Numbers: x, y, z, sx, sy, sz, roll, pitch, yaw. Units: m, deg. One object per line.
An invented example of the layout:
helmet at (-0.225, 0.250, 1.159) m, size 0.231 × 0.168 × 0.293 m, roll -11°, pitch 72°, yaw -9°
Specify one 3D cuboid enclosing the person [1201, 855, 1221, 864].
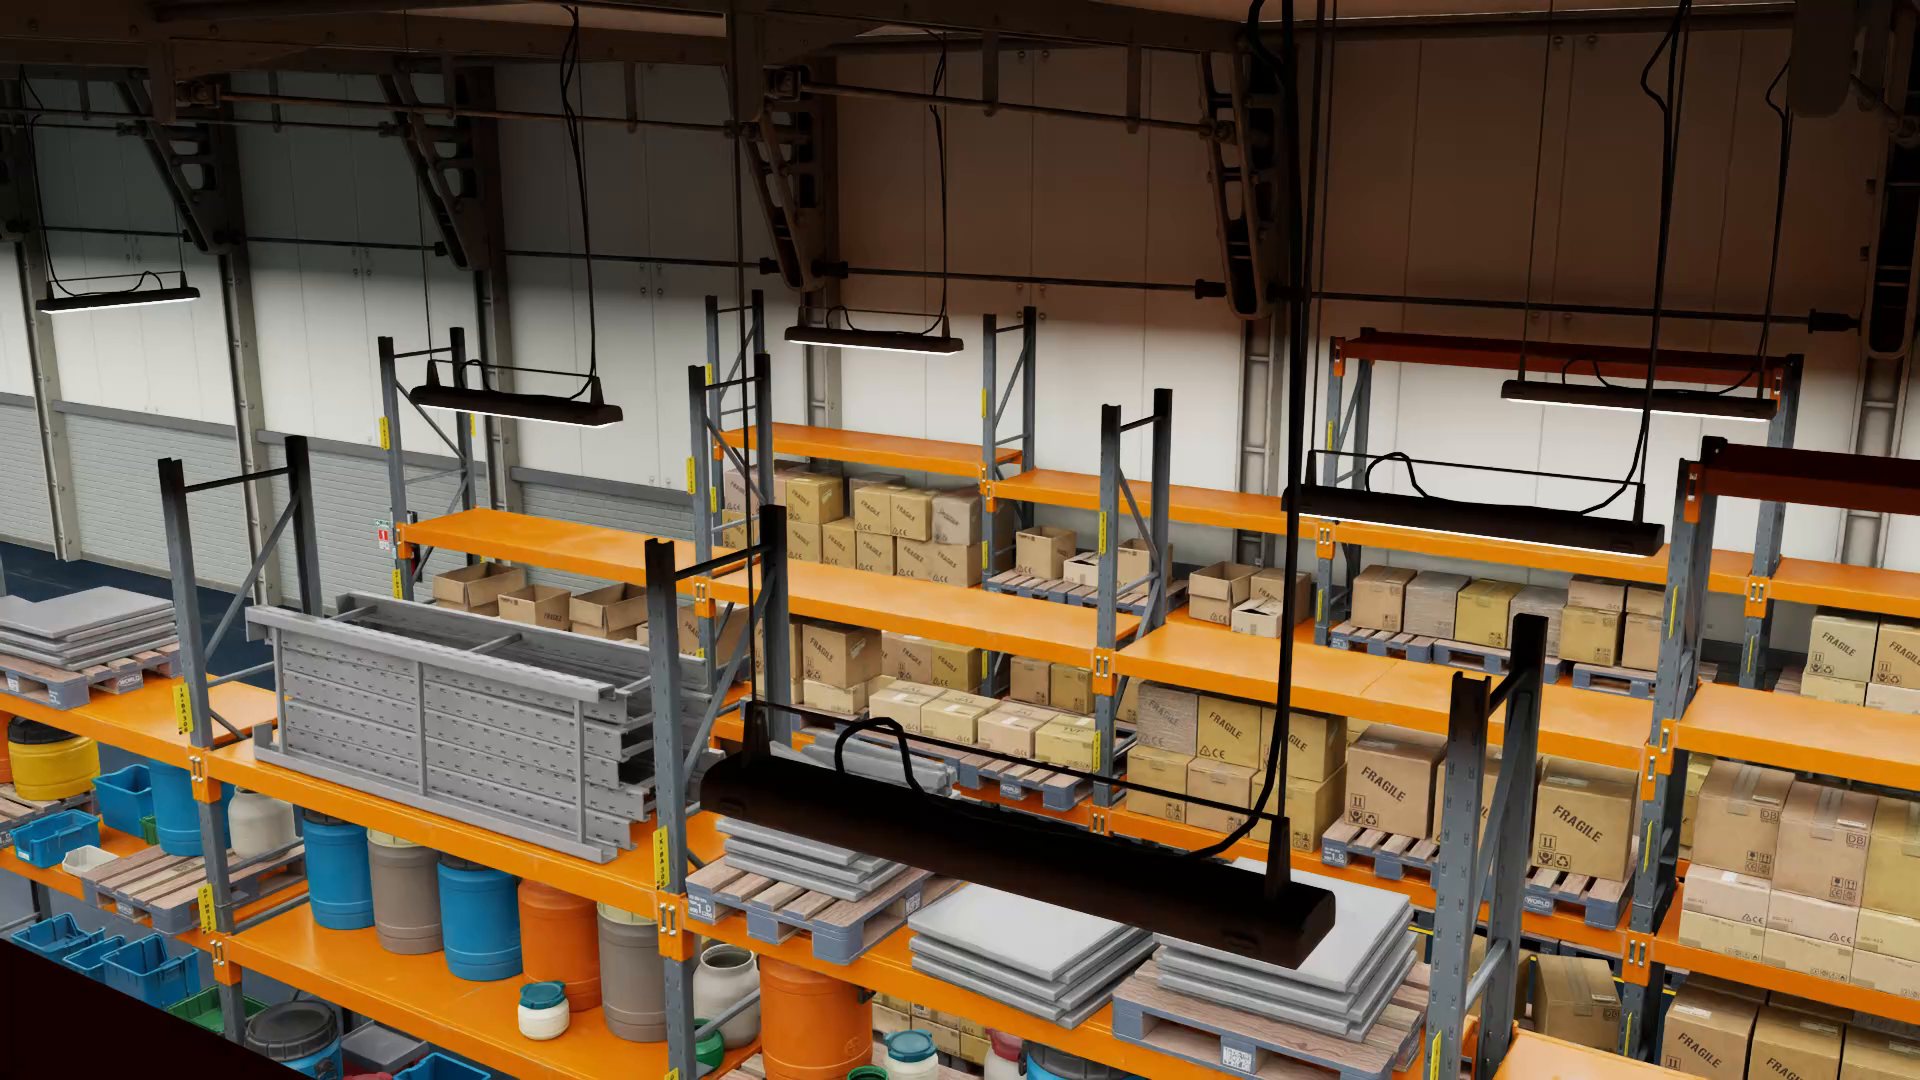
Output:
person at (2.242, 3.534, 15.448) m, size 1.034 × 1.619 × 0.543 m, roll 9°, pitch 17°, yaw 34°
